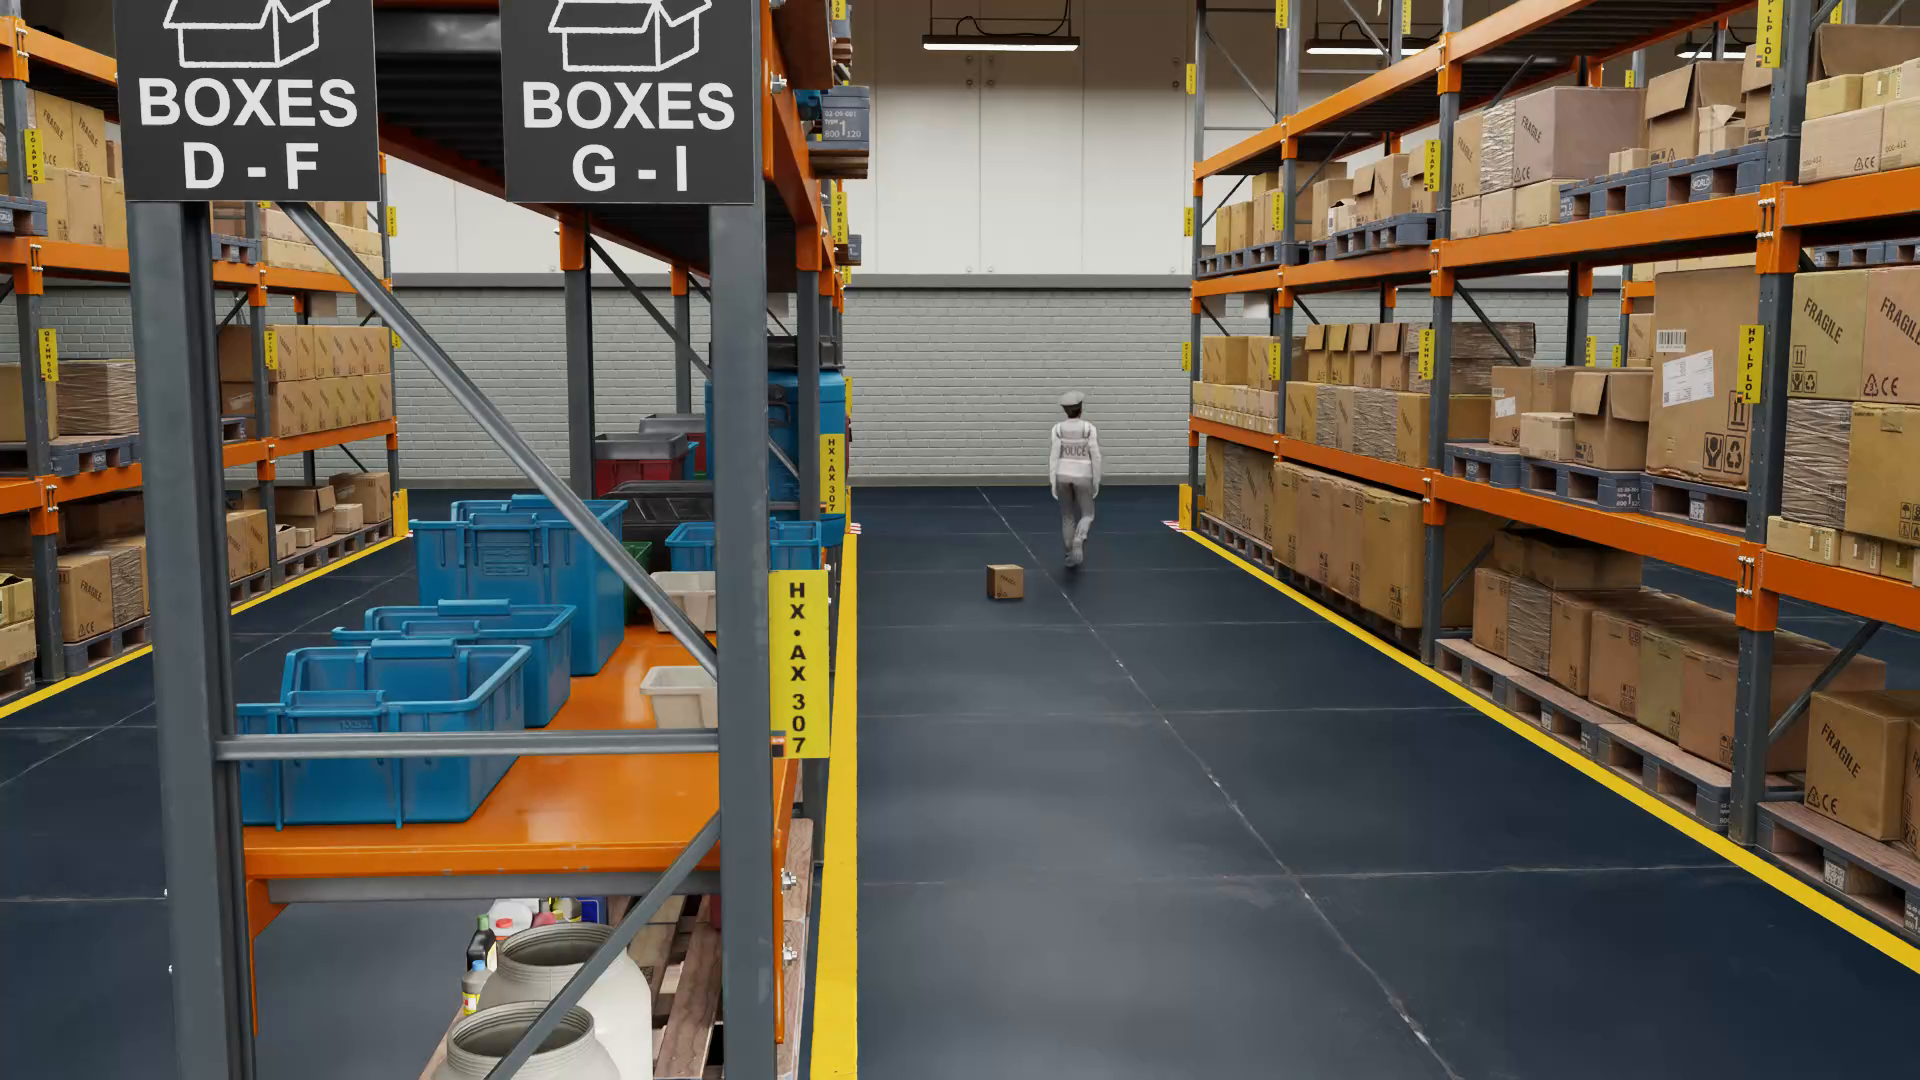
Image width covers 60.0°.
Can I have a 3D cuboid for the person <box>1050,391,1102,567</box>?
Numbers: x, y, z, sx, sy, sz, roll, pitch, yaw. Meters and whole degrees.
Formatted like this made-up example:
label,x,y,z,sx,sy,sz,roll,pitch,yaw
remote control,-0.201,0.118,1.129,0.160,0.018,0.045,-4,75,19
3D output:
label,x,y,z,sx,sy,sz,roll,pitch,yaw
person,1.082,-0.562,15.602,0.490,1.670,0.657,1,7,12
